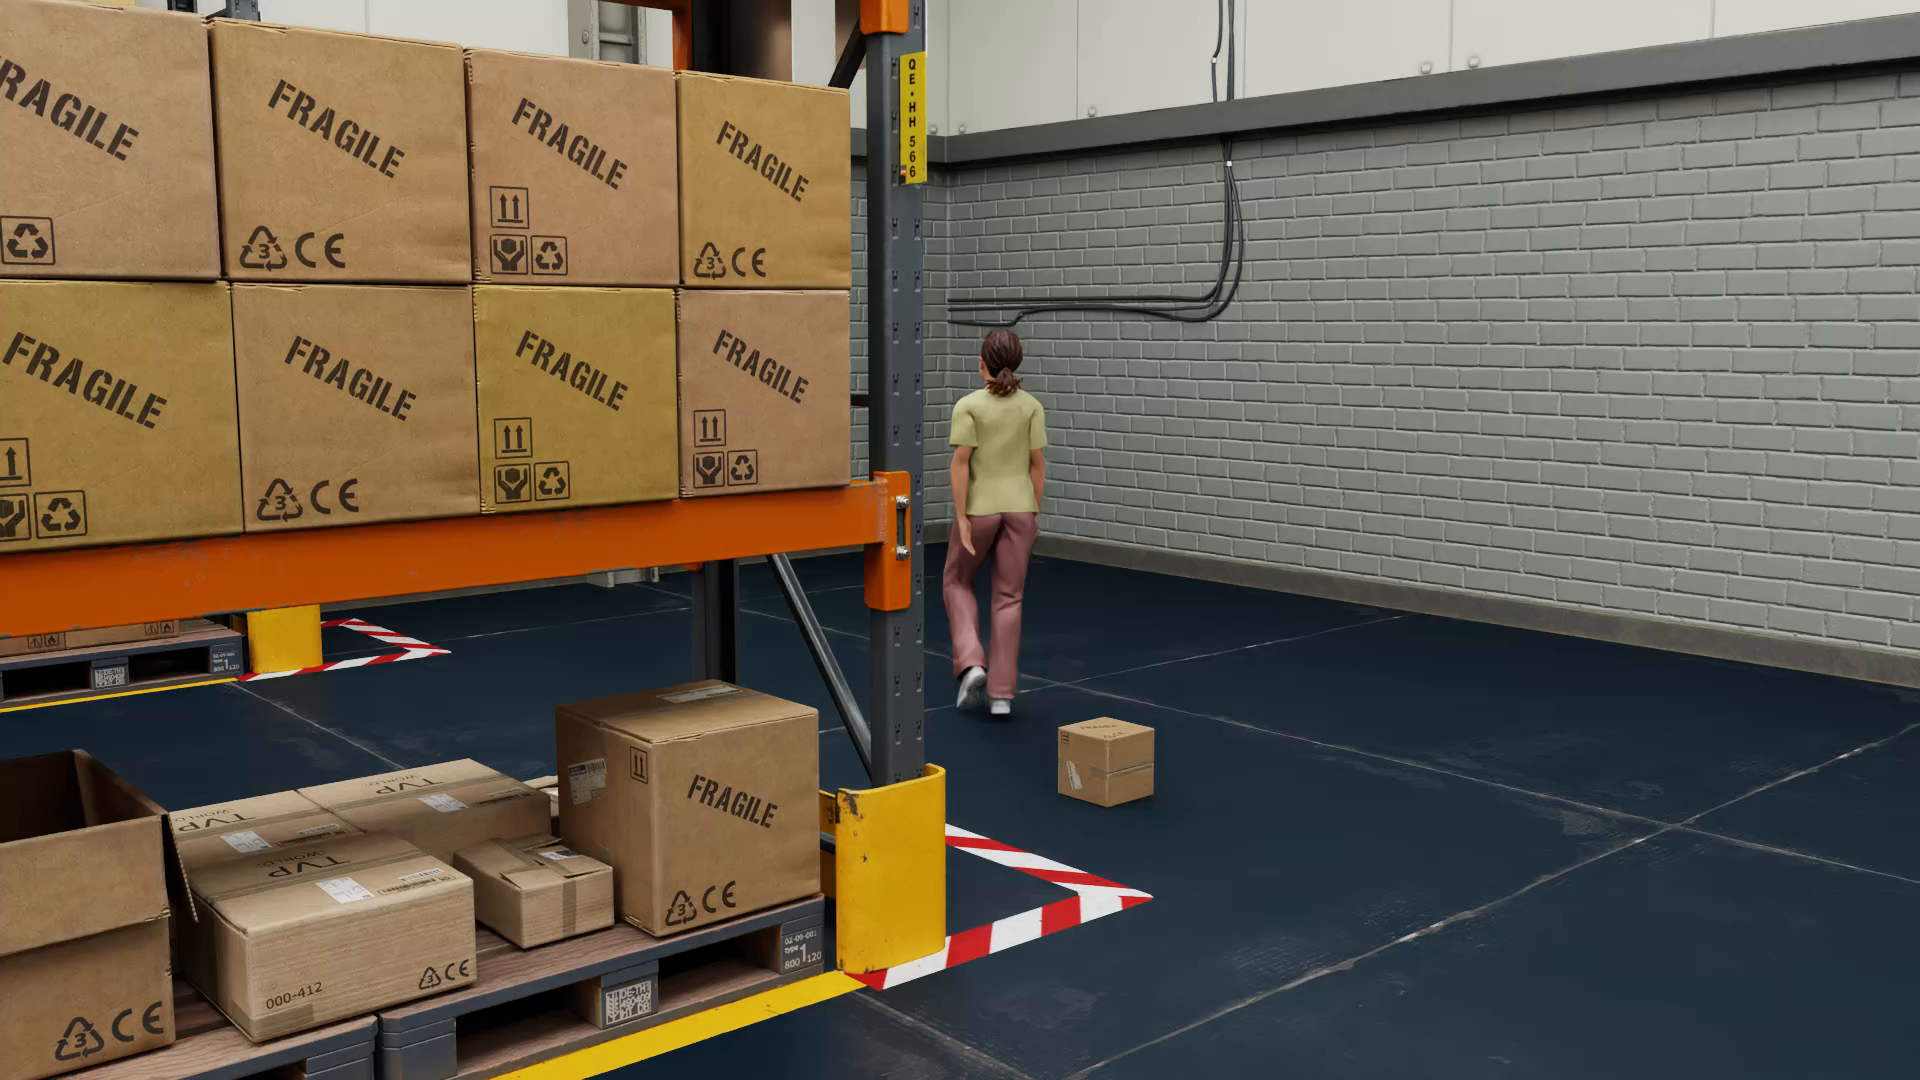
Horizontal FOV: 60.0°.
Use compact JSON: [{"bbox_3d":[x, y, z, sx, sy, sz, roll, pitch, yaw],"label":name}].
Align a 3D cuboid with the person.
[{"bbox_3d":[0.155,-0.069,7.276,0.442,1.692,0.469,-1,8,-9],"label":"person"}]
